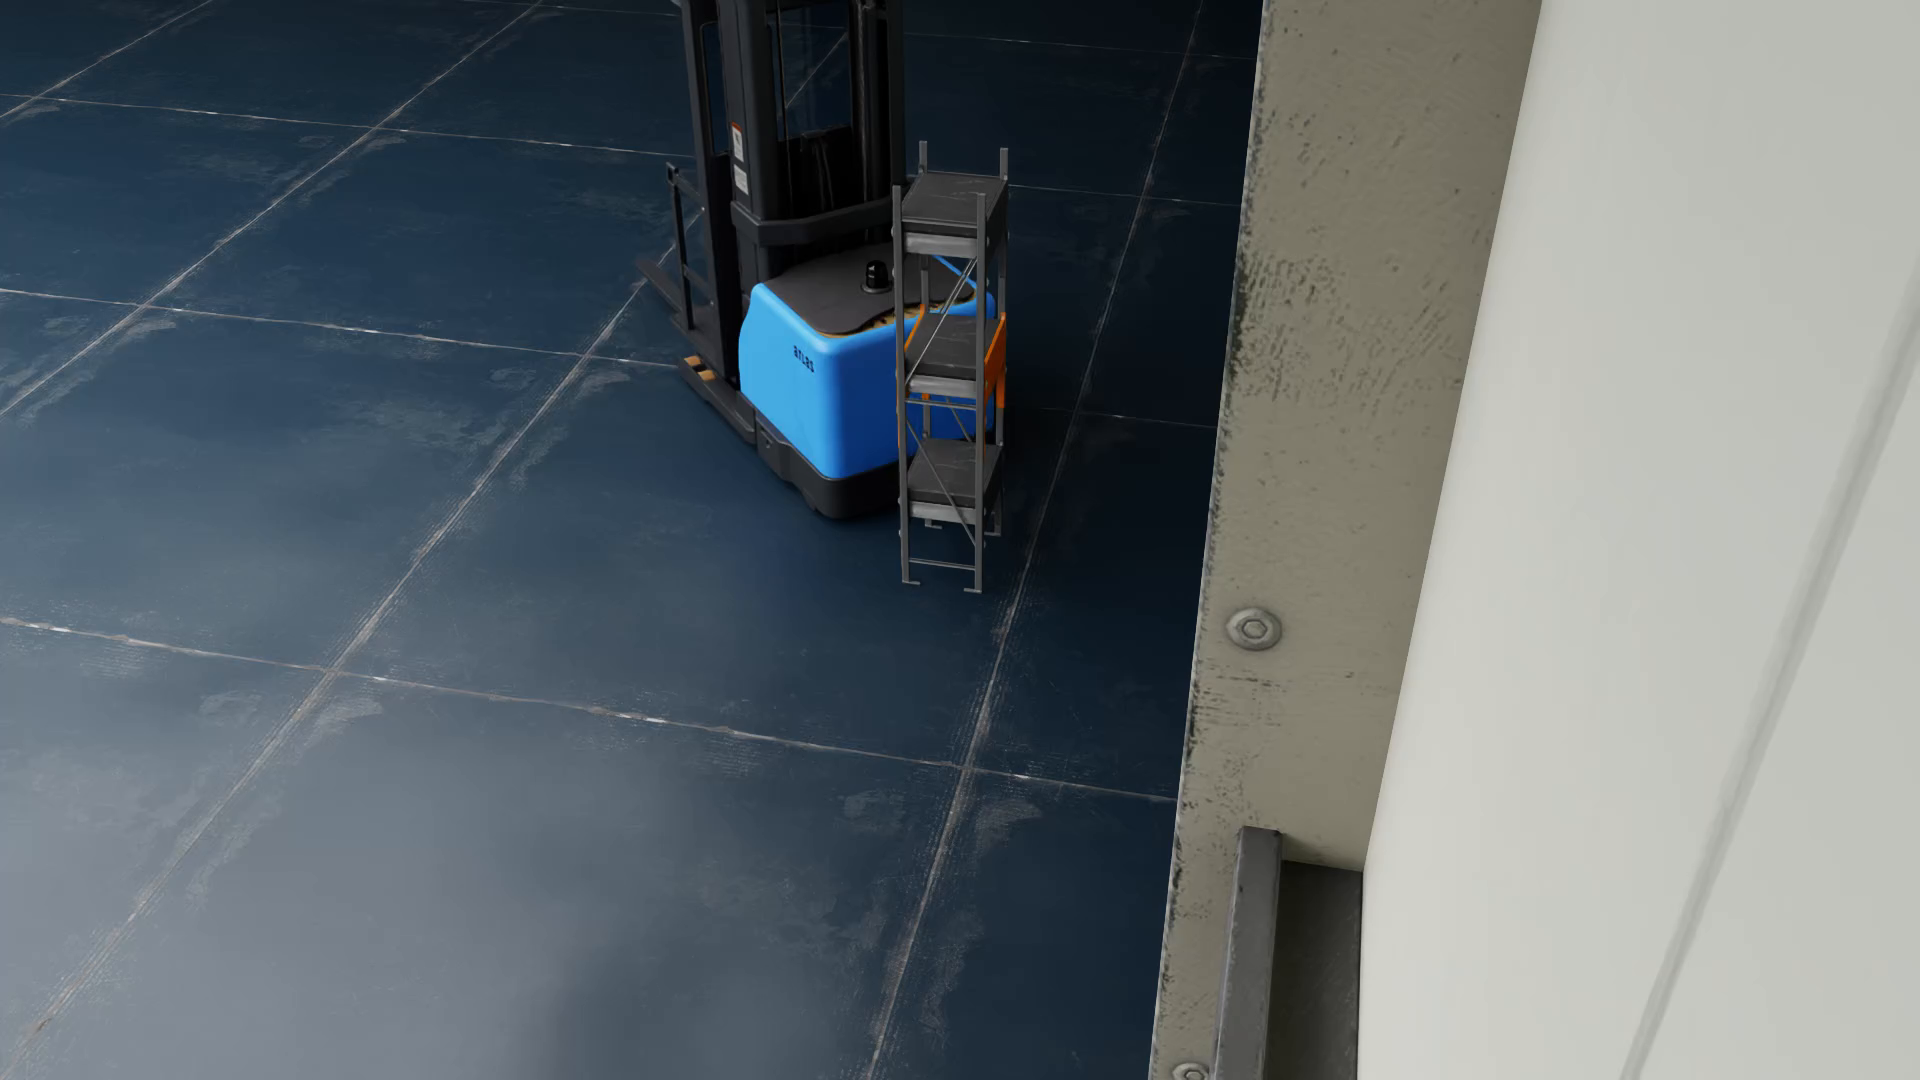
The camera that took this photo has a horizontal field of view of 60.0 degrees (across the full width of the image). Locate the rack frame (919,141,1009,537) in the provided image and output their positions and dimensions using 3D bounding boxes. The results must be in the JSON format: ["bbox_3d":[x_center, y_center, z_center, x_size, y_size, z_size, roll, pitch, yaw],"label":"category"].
[{"bbox_3d":[0.017,-0.895,7.966,0.400,2.100,0.015,7,37,10],"label":"rack frame"}]

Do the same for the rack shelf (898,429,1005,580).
[{"bbox_3d":[-0.035,-0.177,8.192,0.431,0.518,0.480,7,37,10],"label":"rack shelf"}]

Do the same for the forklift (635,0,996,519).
[{"bbox_3d":[-0.999,-2.133,8.966,1.130,2.935,3.031,-20,40,-25],"label":"forklift"}]

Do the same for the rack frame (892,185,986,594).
[{"bbox_3d":[-0.088,-0.615,7.580,0.400,2.100,0.015,7,37,10],"label":"rack frame"}]

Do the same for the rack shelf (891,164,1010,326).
[{"bbox_3d":[-0.035,-1.311,7.370,0.431,0.518,0.480,7,37,10],"label":"rack shelf"}]

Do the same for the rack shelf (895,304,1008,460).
[{"bbox_3d":[-0.035,-0.744,7.781,0.431,0.518,0.480,7,37,10],"label":"rack shelf"}]

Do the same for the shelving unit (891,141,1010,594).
[{"bbox_3d":[-0.035,-0.755,7.773,0.431,2.100,0.503,7,37,10],"label":"shelving unit"}]
